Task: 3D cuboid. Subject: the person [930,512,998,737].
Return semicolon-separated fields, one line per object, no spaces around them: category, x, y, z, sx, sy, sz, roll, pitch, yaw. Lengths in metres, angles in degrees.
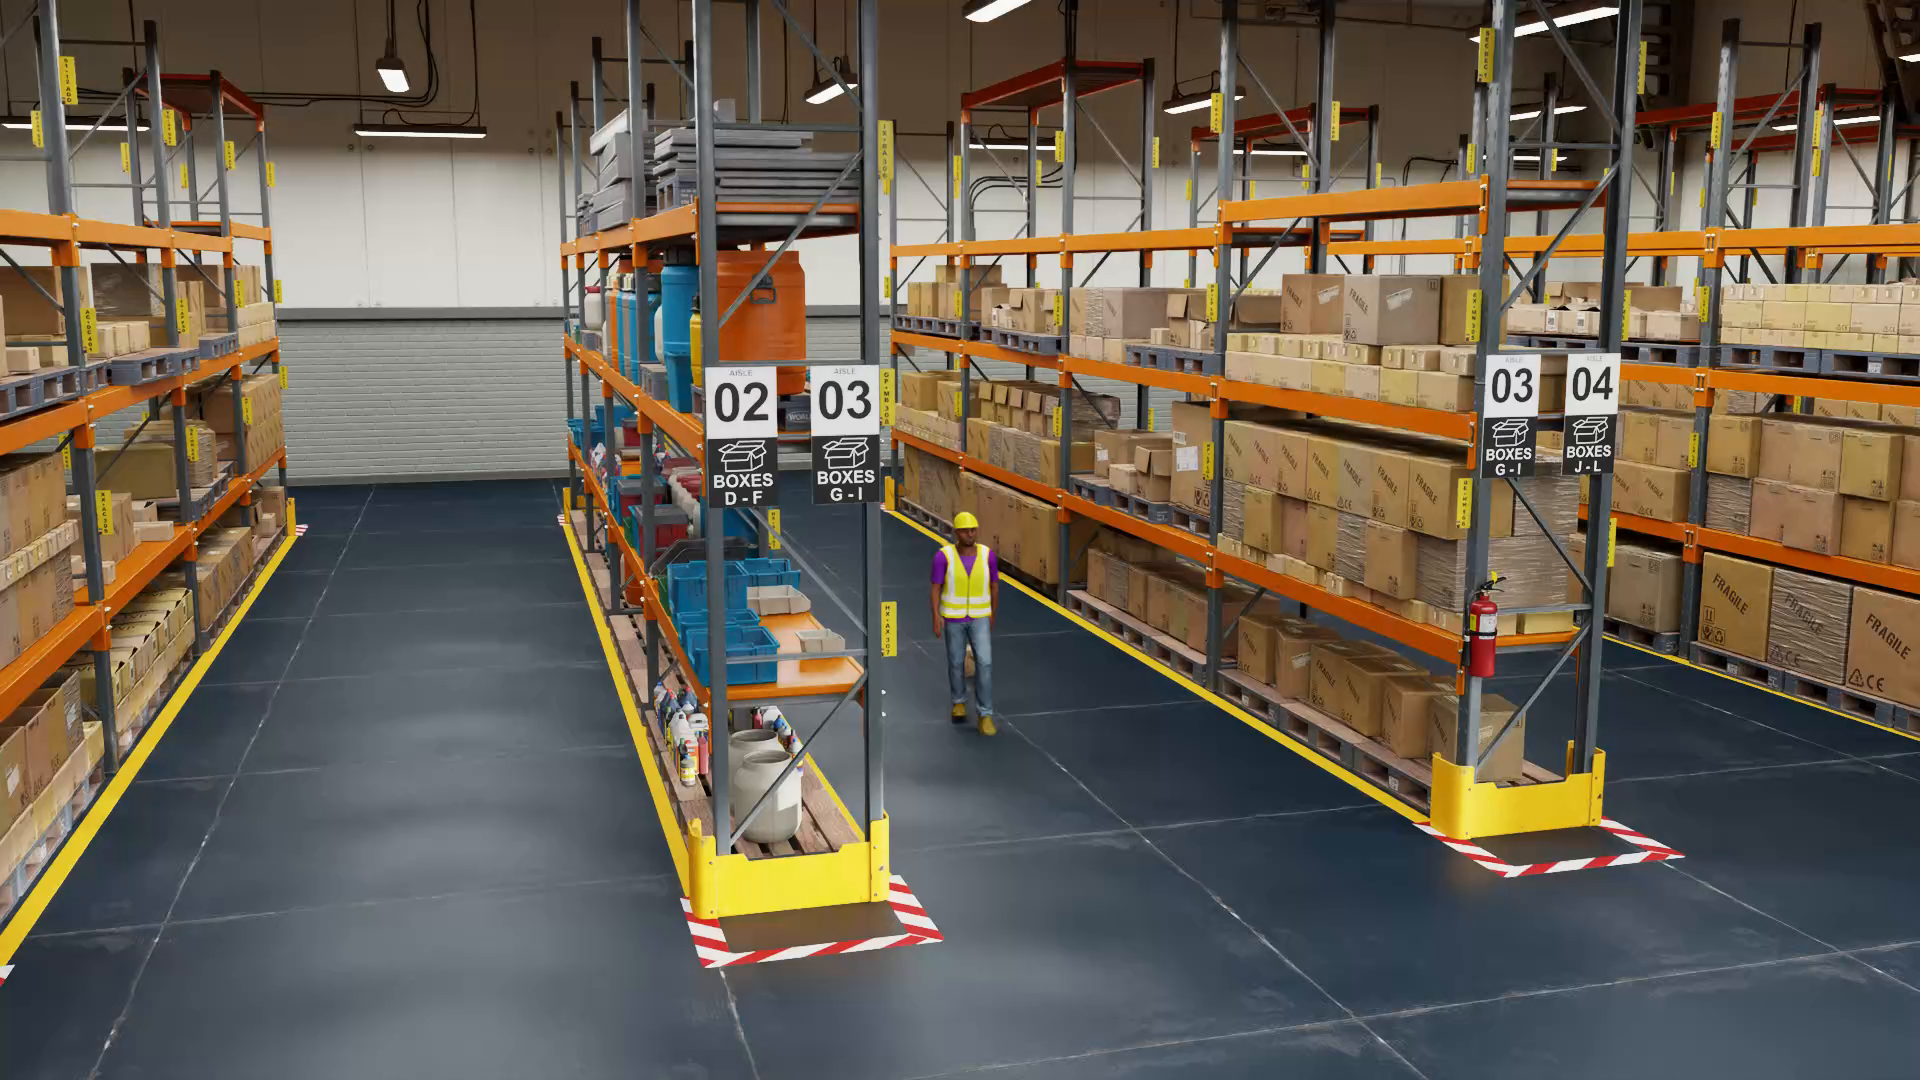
person;0.049;0.672;13.661;0.586;1.797;0.757;-1;9;-7
